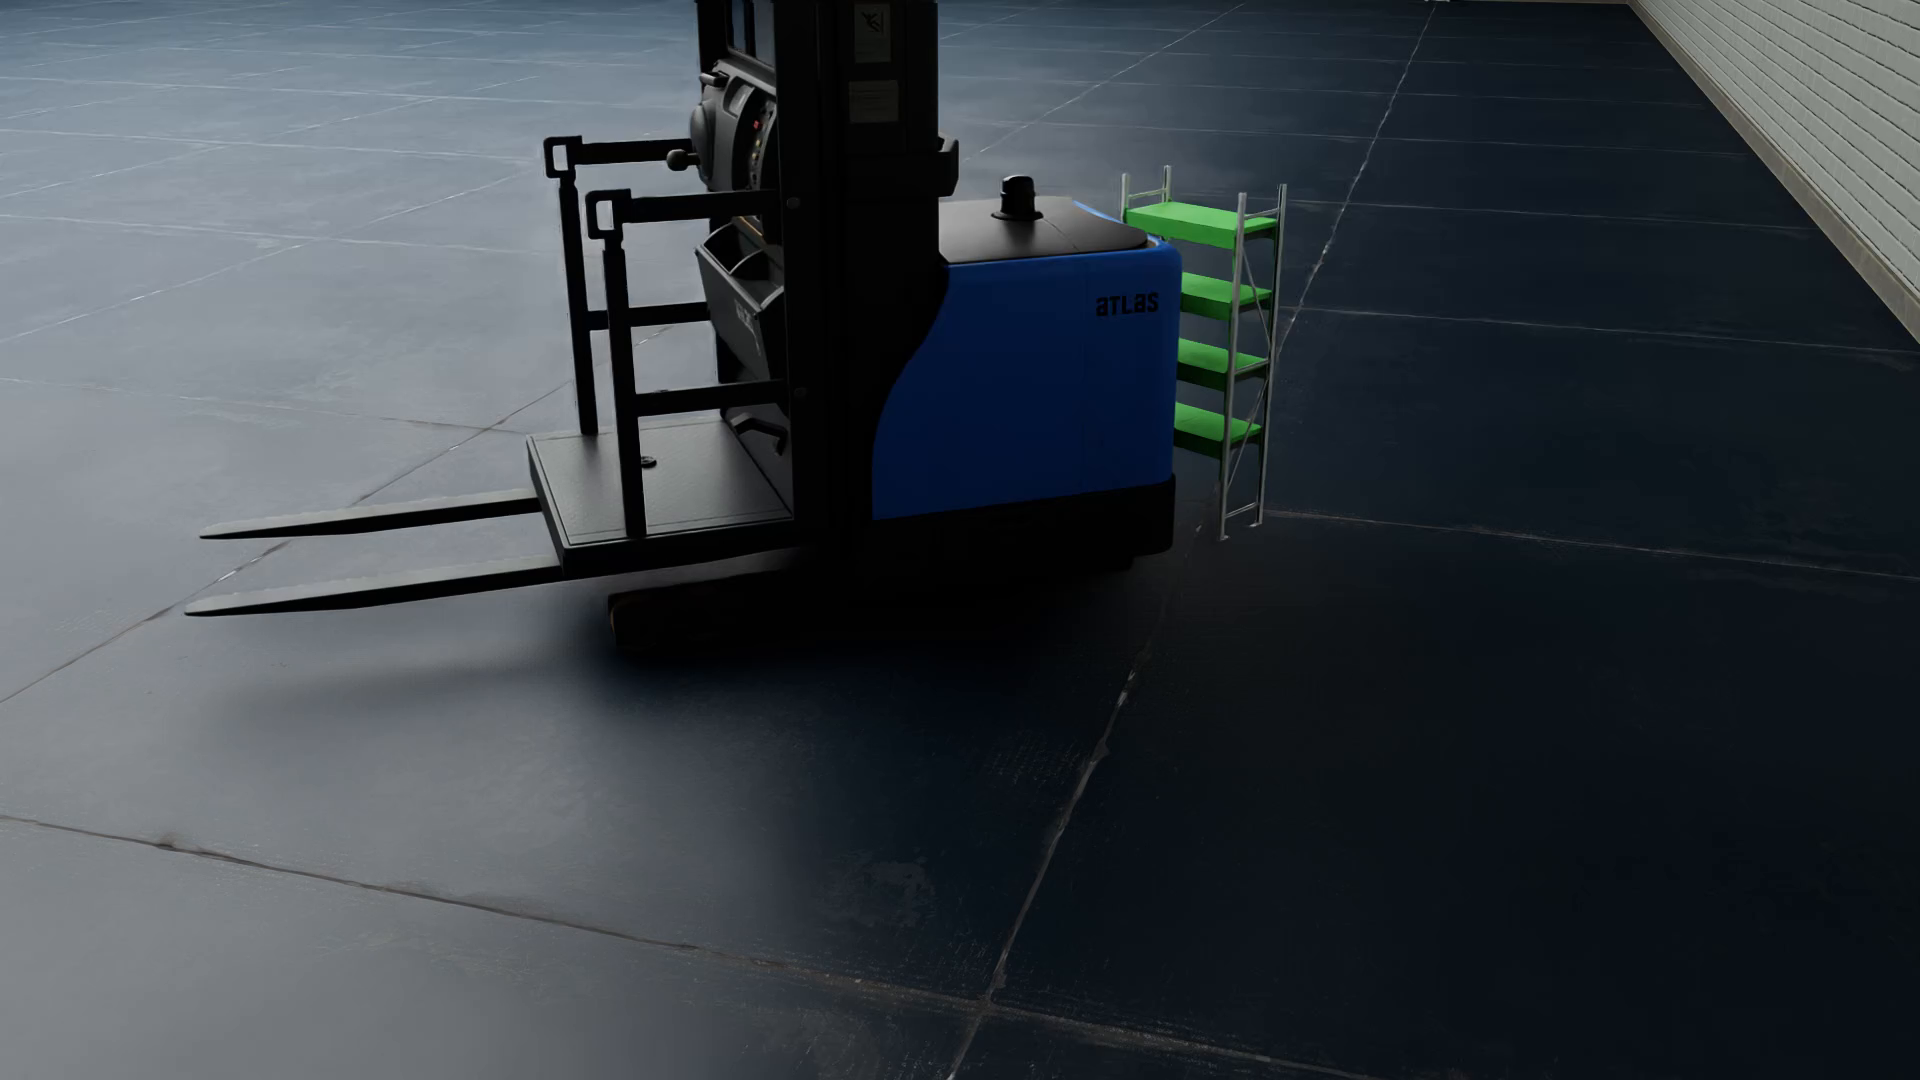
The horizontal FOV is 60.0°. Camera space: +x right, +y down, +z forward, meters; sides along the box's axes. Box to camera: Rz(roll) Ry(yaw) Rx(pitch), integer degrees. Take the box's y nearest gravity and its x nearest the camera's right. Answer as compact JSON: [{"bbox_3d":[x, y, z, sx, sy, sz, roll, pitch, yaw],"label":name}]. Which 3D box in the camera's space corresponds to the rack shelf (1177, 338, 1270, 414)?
[{"bbox_3d":[0.811,-0.589,5.793,0.258,0.148,0.480,-20,30,-40],"label":"rack shelf"}]

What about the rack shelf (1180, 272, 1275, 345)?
[{"bbox_3d":[0.811,-0.811,5.701,0.258,0.148,0.480,-20,30,-40],"label":"rack shelf"}]

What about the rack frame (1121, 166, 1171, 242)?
[{"bbox_3d":[0.642,-0.714,5.931,0.240,1.200,0.015,-20,30,-40],"label":"rack frame"}]

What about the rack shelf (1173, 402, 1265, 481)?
[{"bbox_3d":[0.811,-0.367,5.884,0.258,0.148,0.480,-20,30,-40],"label":"rack shelf"}]

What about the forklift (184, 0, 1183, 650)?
[{"bbox_3d":[-0.864,-1.252,4.961,3.031,2.935,1.130,-8,24,-18],"label":"forklift"}]

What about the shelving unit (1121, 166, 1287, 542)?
[{"bbox_3d":[0.811,-0.648,5.768,0.258,1.200,0.503,-20,30,-40],"label":"shelving unit"}]

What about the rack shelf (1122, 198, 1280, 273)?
[{"bbox_3d":[0.811,-1.033,5.610,0.258,0.148,0.480,-20,30,-40],"label":"rack shelf"}]

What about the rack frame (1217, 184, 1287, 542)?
[{"bbox_3d":[0.981,-0.581,5.606,0.240,1.200,0.015,-20,30,-40],"label":"rack frame"}]
